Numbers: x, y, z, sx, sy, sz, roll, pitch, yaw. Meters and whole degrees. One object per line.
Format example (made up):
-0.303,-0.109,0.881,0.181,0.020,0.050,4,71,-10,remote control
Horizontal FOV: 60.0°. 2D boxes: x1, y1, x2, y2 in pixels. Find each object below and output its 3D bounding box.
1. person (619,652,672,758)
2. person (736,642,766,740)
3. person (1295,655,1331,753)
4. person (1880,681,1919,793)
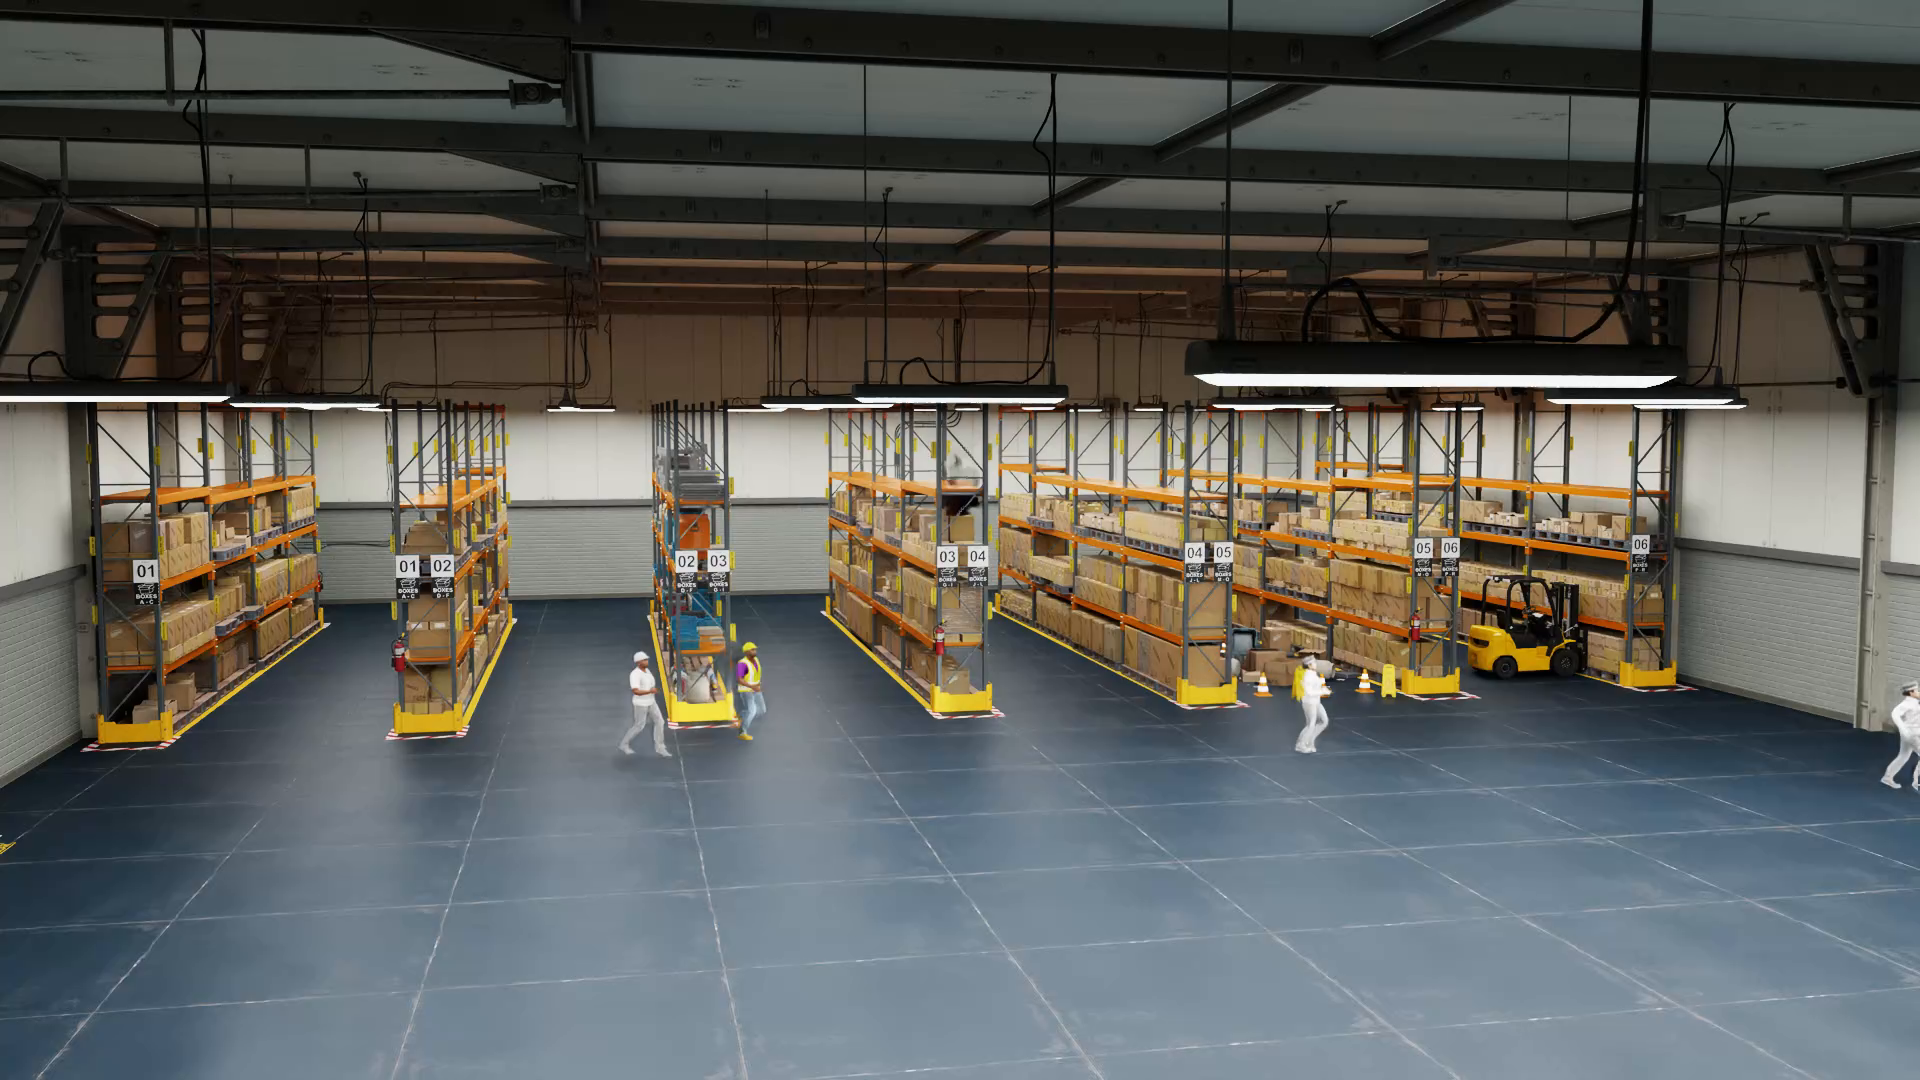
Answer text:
-5.265,2.751,27.789,0.896,1.785,0.704,1,4,17,person
-3.690,2.654,29.349,0.647,1.719,0.739,2,5,24,person
5.977,2.770,28.050,0.614,1.690,0.596,2,5,24,person
14.350,2.989,25.110,0.740,1.752,0.578,2,5,29,person
